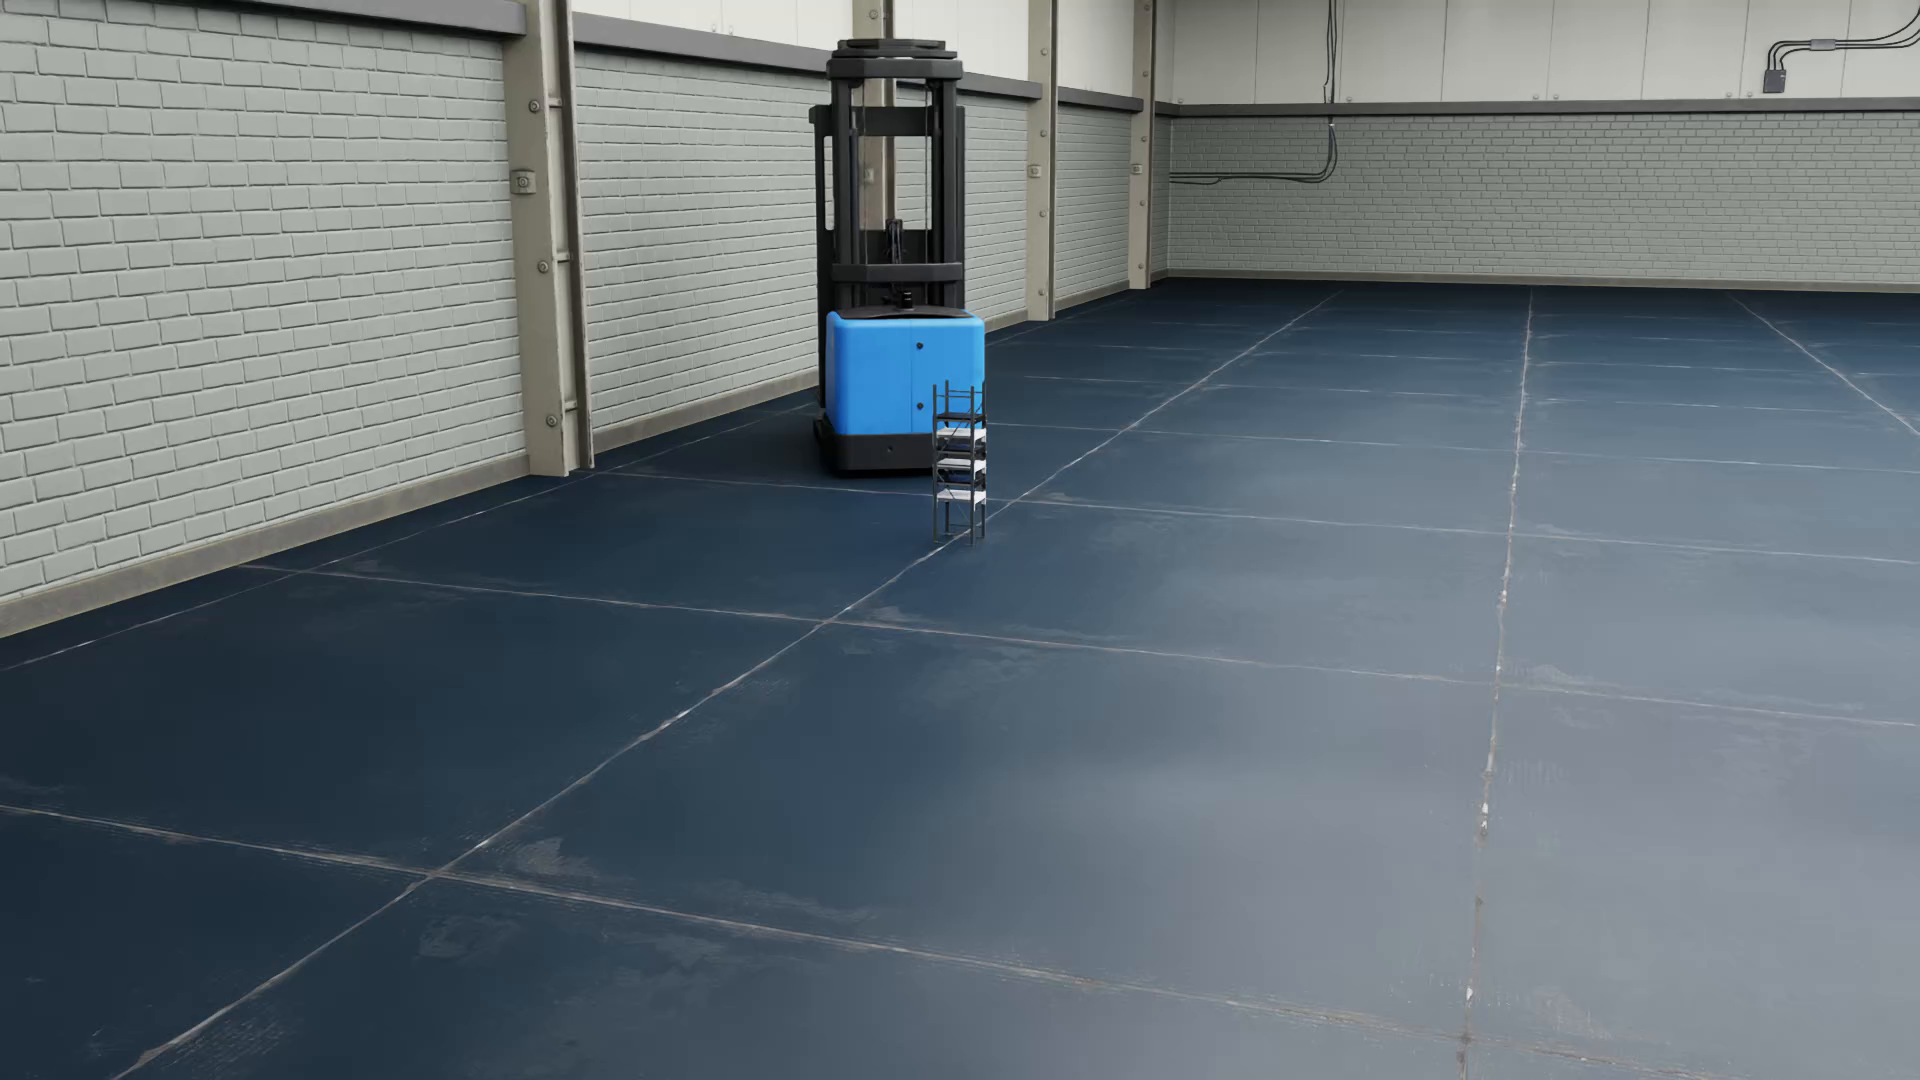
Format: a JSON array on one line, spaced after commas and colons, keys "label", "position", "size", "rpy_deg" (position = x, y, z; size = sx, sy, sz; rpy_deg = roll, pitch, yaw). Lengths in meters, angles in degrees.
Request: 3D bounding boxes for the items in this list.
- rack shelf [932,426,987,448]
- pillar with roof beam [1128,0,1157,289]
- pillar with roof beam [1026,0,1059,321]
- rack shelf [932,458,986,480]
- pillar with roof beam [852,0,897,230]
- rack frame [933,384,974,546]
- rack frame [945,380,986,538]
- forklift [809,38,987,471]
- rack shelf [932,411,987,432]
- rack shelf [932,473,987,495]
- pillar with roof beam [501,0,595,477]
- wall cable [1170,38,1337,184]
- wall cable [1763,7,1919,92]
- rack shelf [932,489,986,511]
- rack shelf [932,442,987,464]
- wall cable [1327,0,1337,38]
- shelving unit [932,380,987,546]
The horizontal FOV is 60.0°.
[{"label": "rack shelf", "position": [-0.003, -0.580, 9.348], "size": [0.258, 0.077, 0.200], "rpy_deg": [4, 14, 18]}, {"label": "pillar with roof beam", "position": [7.108, -8.354, 25.865], "size": [9.100, 9.000, 0.400], "rpy_deg": [4, 14, 18]}, {"label": "pillar with roof beam", "position": [5.166, -7.090, 20.330], "size": [9.100, 9.000, 0.400], "rpy_deg": [4, 14, 18]}, {"label": "rack shelf", "position": [-0.003, -0.405, 9.388], "size": [0.258, 0.077, 0.200], "rpy_deg": [4, 14, 18]}, {"label": "pillar with roof beam", "position": [3.225, -5.827, 14.795], "size": [9.100, 9.000, 0.400], "rpy_deg": [4, 14, 18]}, {"label": "rack frame", "position": [-0.036, -0.416, 9.287], "size": [0.240, 0.900, 0.006], "rpy_deg": [4, 14, 18]}, {"label": "rack frame", "position": [0.030, -0.458, 9.474], "size": [0.240, 0.900, 0.006], "rpy_deg": [4, 14, 18]}, {"label": "forklift", "position": [-0.543, -2.177, 12.439], "size": [1.130, 2.935, 3.031], "rpy_deg": [-2, 13, -8]}, {"label": "rack shelf", "position": [-0.003, -0.668, 9.328], "size": [0.258, 0.077, 0.200], "rpy_deg": [4, 14, 18]}, {"label": "rack shelf", "position": [-0.003, -0.317, 9.408], "size": [0.258, 0.077, 0.200], "rpy_deg": [4, 14, 18]}, {"label": "pillar with roof beam", "position": [1.284, -4.564, 9.260], "size": [9.100, 9.000, 0.400], "rpy_deg": [4, 14, 18]}, {"label": "wall cable", "position": [5.239, -7.675, 29.869], "size": [3.097, 2.526, 0.112], "rpy_deg": [4, 14, 18]}, {"label": "wall cable", "position": [14.216, -10.160, 26.136], "size": [2.305, 6.003, 0.169], "rpy_deg": [4, 14, 18]}, {"label": "rack shelf", "position": [-0.003, -0.229, 9.428], "size": [0.258, 0.077, 0.200], "rpy_deg": [4, 14, 18]}, {"label": "rack shelf", "position": [-0.003, -0.492, 9.368], "size": [0.258, 0.077, 0.200], "rpy_deg": [4, 14, 18]}, {"label": "wall cable", "position": [7.799, -9.942, 28.454], "size": [3.097, 2.526, 0.112], "rpy_deg": [4, 14, 18]}, {"label": "shelving unit", "position": [-0.003, -0.437, 9.380], "size": [0.258, 0.900, 0.210], "rpy_deg": [4, 14, 18]}]
